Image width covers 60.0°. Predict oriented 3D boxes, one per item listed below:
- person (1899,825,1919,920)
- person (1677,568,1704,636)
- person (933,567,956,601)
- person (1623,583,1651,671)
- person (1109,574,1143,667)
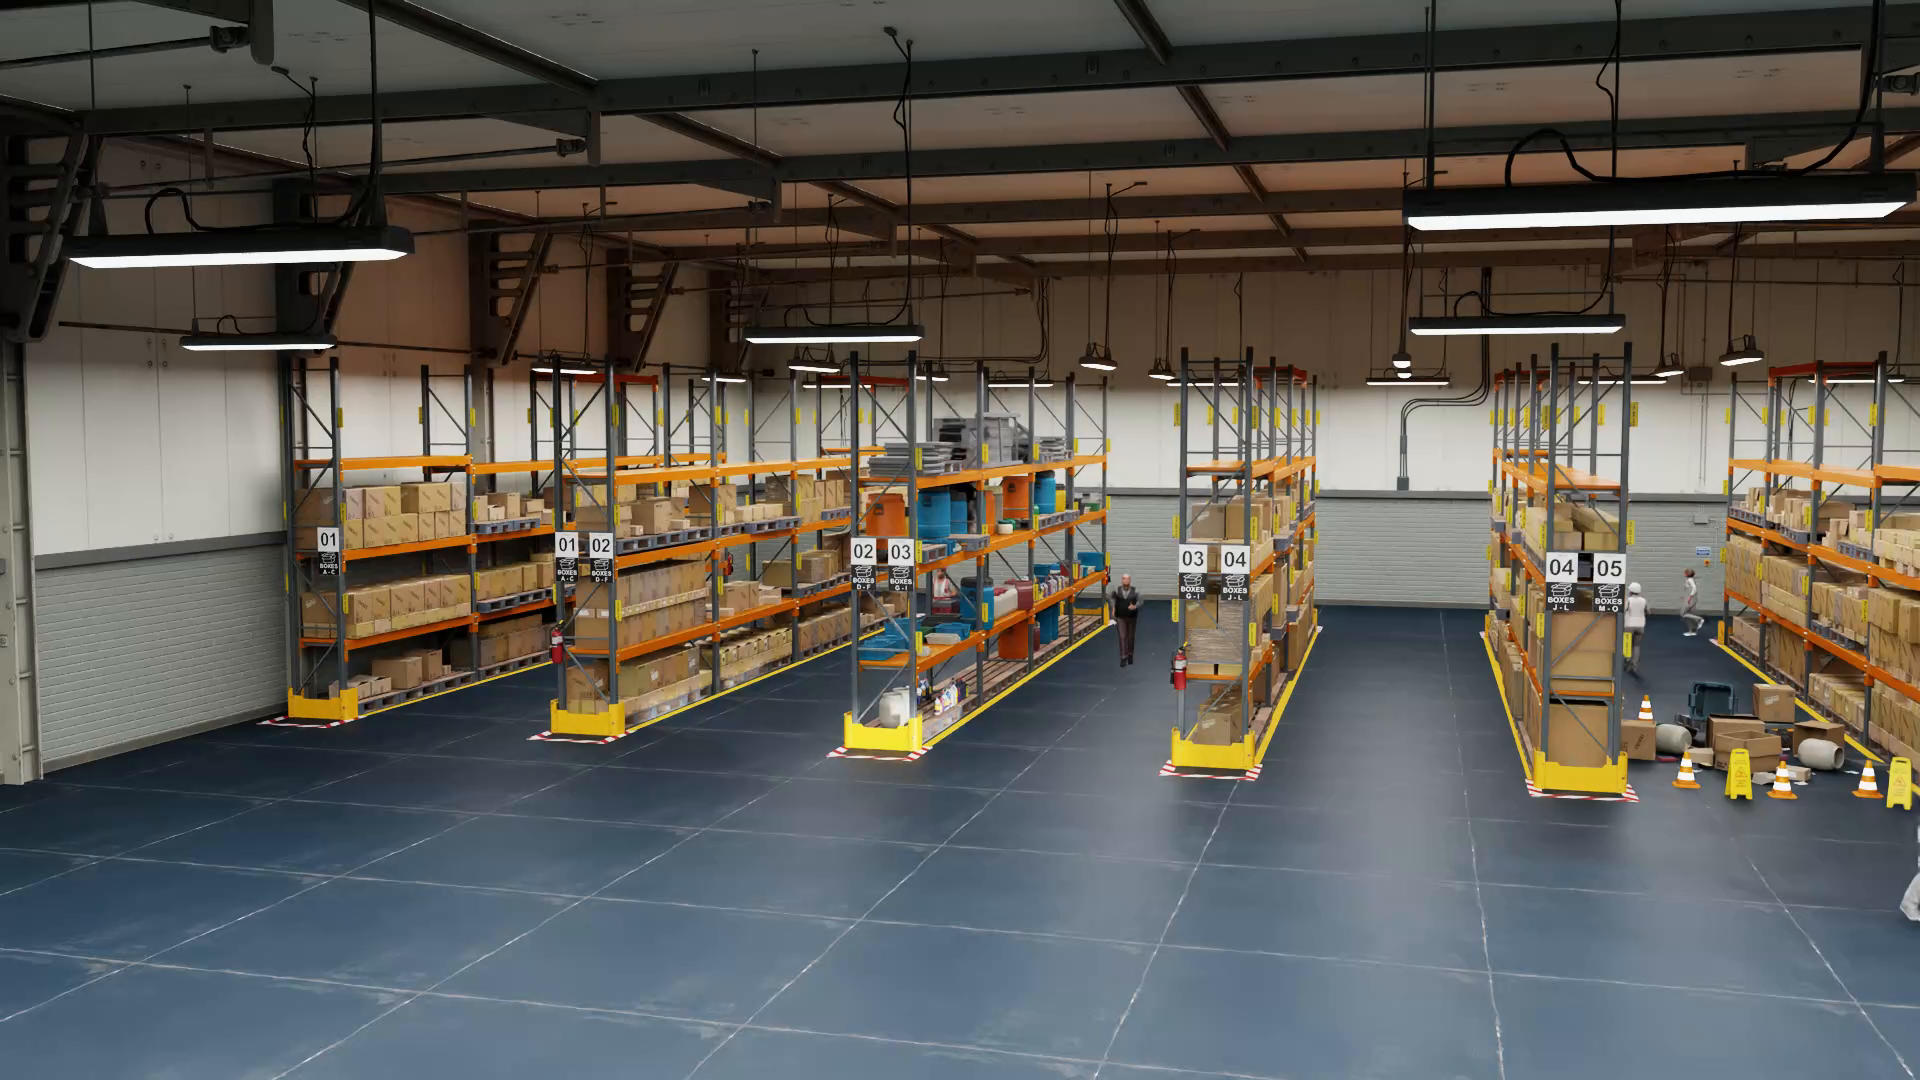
[{"bbox_3d":[9.585,2.941,16.192,0.690,1.800,0.849,-2,5,-24],"label":"person"},{"bbox_3d":[16.774,1.431,38.169,0.607,1.554,0.562,2,5,29],"label":"person"},{"bbox_3d":[-0.421,1.448,36.305,0.668,1.767,0.939,0,4,7],"label":"person"},{"bbox_3d":[13.322,1.708,32.941,0.661,1.747,0.638,1,4,8],"label":"person"},{"bbox_3d":[3.174,1.528,31.829,0.662,1.767,0.791,0,4,7],"label":"person"}]
